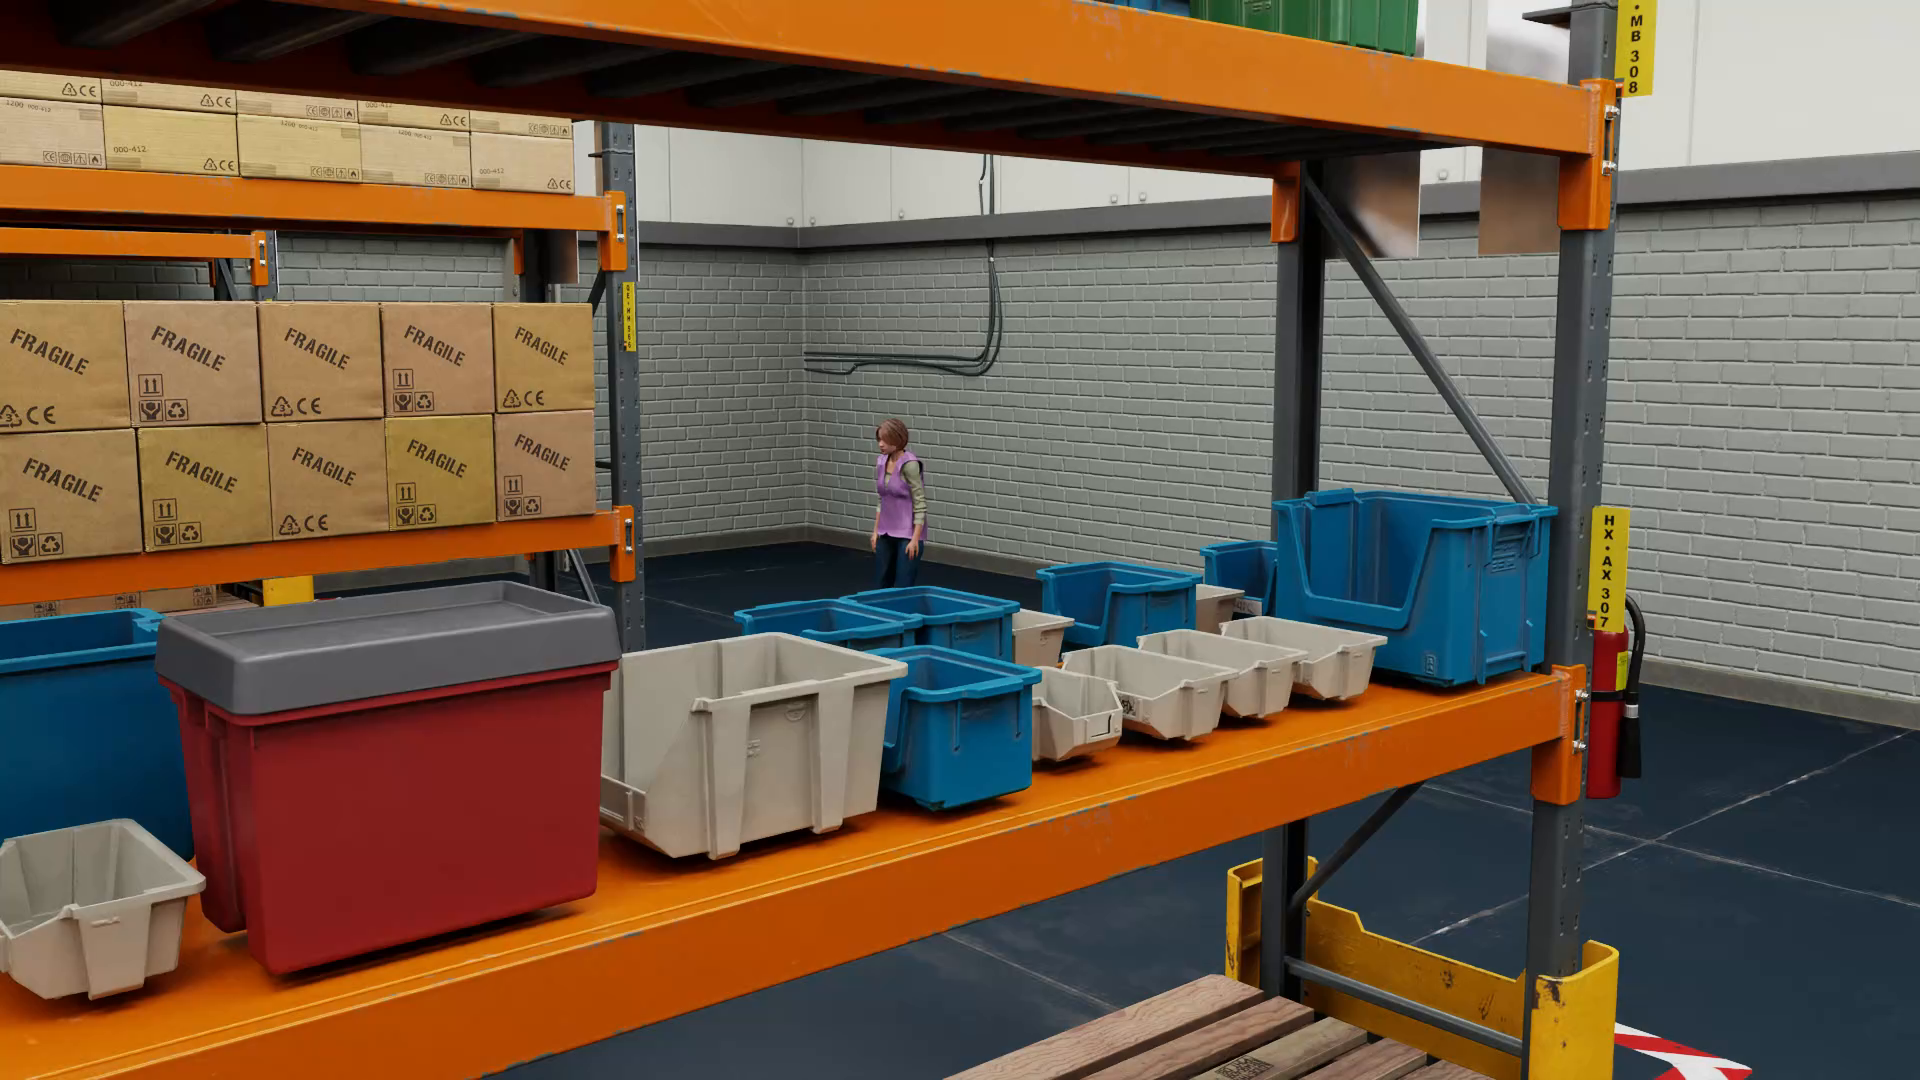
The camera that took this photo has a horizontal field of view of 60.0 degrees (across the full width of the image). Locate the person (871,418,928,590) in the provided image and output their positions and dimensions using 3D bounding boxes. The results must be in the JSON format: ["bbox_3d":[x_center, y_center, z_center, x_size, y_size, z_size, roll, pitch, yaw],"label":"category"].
[{"bbox_3d":[-0.401,0.002,10.827,0.345,1.591,0.459,-7,10,-42],"label":"person"}]
